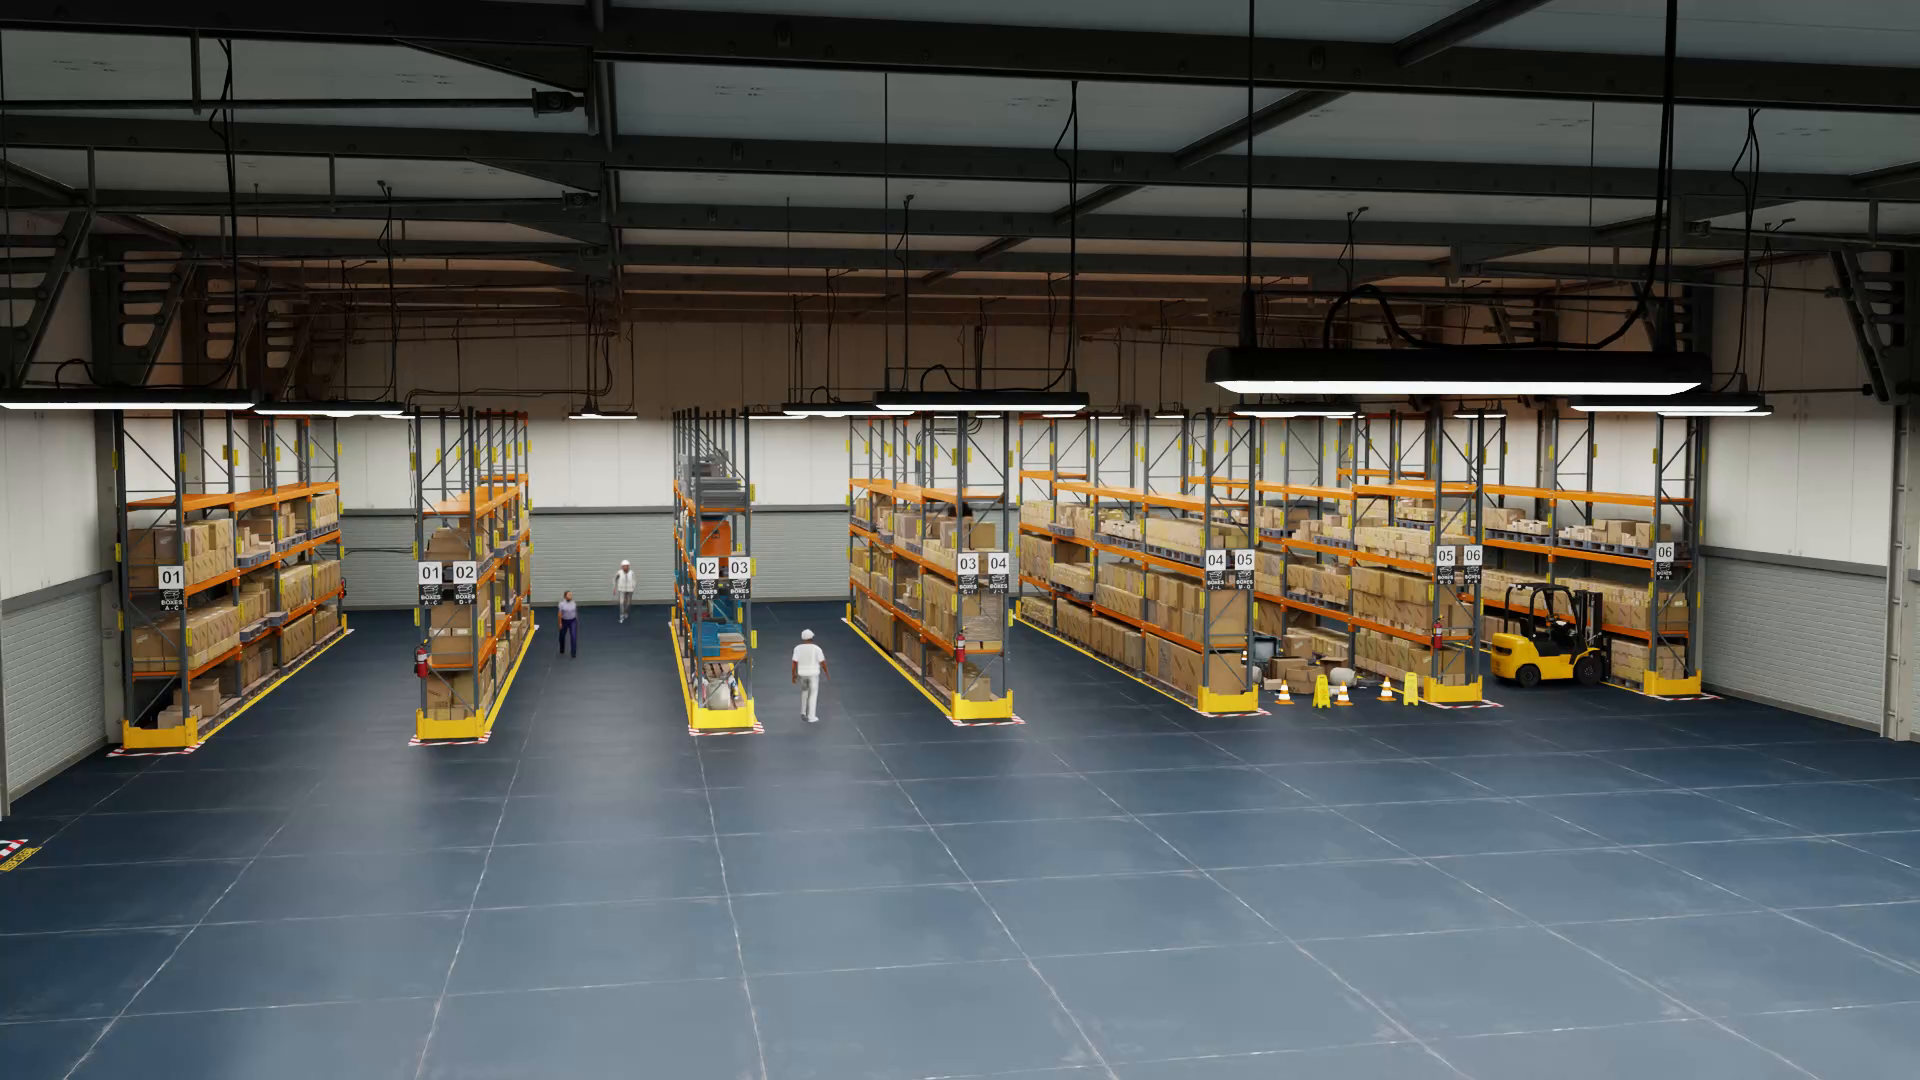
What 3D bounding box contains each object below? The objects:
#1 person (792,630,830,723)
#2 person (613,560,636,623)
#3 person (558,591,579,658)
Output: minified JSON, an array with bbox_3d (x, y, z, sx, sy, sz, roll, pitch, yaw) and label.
[{"bbox_3d":[-2.853,2.586,31.680,0.660,1.791,0.485,2,4,21],"label":"person"},{"bbox_3d":[-9.654,1.478,47.847,0.642,1.795,0.890,-1,4,-14],"label":"person"},{"bbox_3d":[-9.512,2.033,40.416,0.508,1.621,0.647,-1,4,-16],"label":"person"}]
